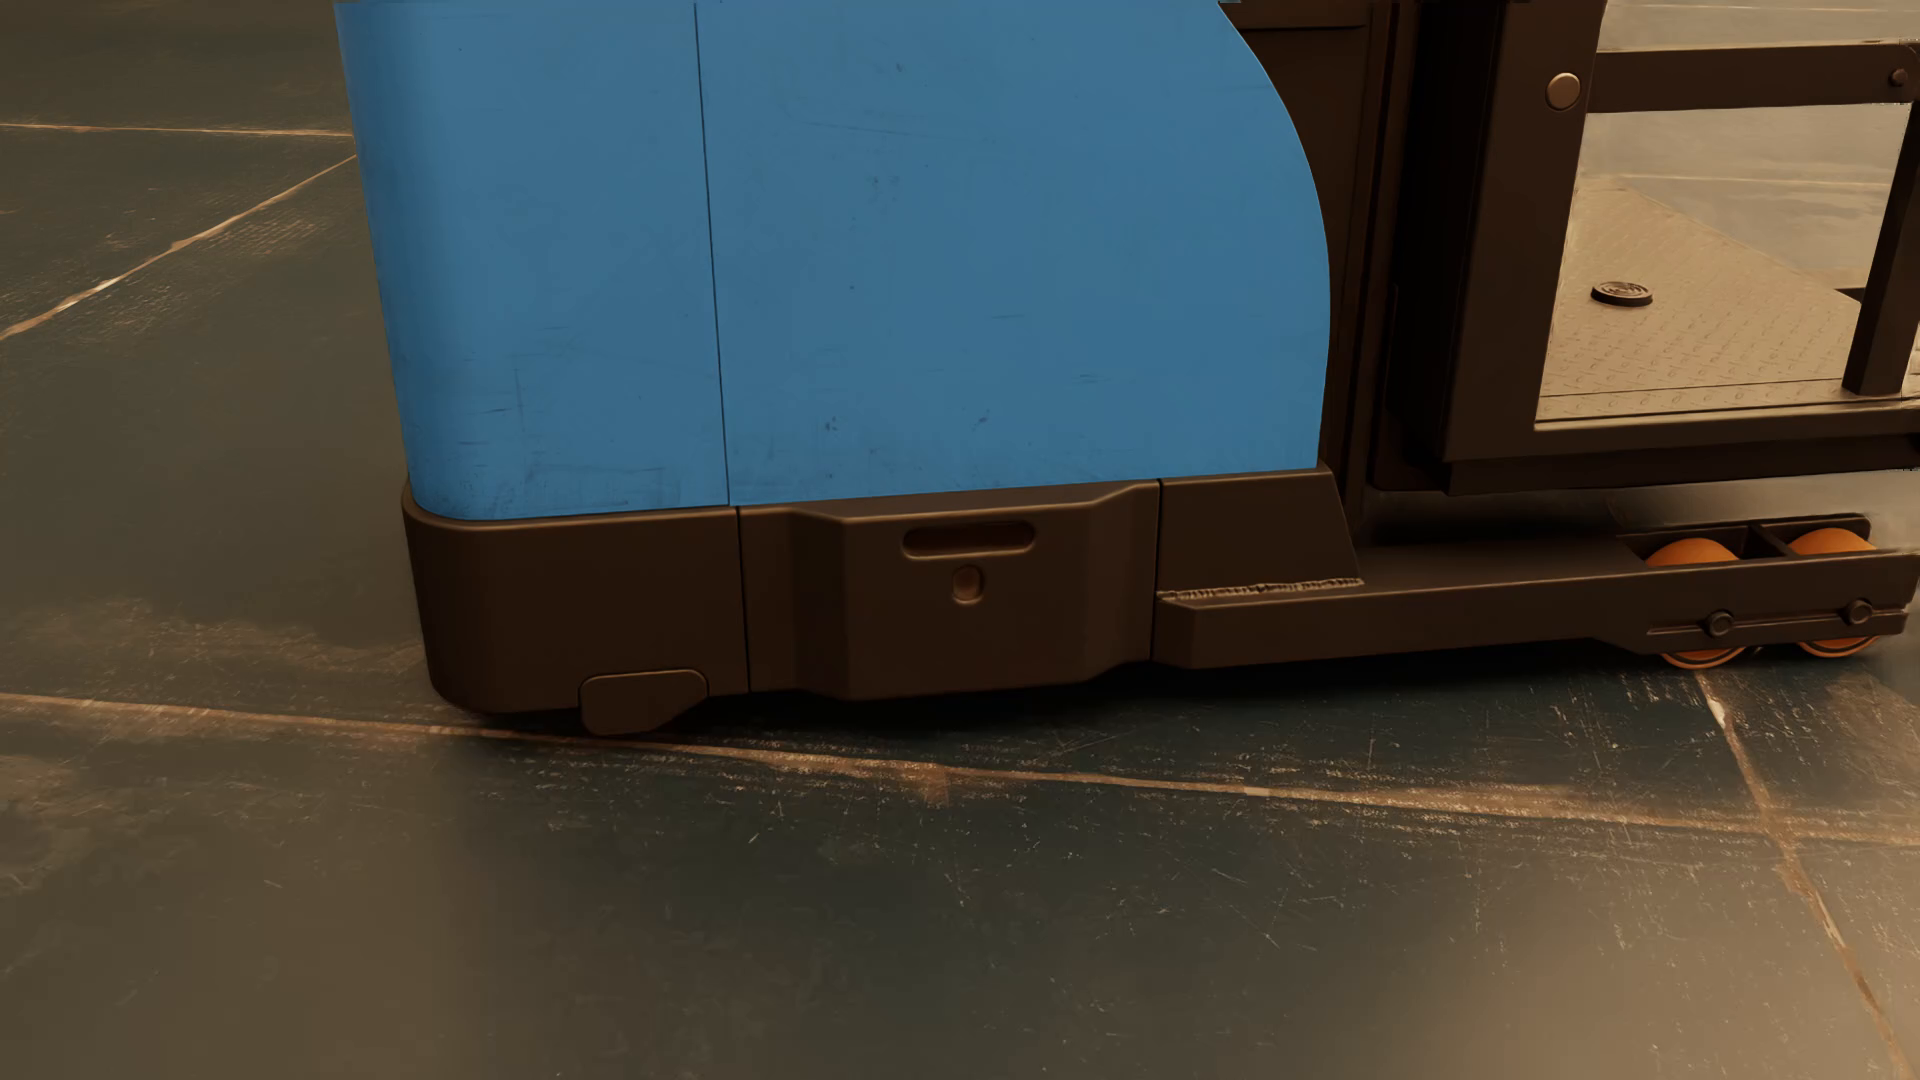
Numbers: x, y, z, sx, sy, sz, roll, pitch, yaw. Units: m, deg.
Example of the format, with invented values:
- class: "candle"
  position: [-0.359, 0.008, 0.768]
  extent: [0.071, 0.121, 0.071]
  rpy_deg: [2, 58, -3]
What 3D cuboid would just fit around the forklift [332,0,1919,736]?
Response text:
- class: "forklift"
  position: [0.792, -1.374, 1.970]
  extent: [3.031, 2.935, 1.130]
  rpy_deg: [-4, 27, -8]
